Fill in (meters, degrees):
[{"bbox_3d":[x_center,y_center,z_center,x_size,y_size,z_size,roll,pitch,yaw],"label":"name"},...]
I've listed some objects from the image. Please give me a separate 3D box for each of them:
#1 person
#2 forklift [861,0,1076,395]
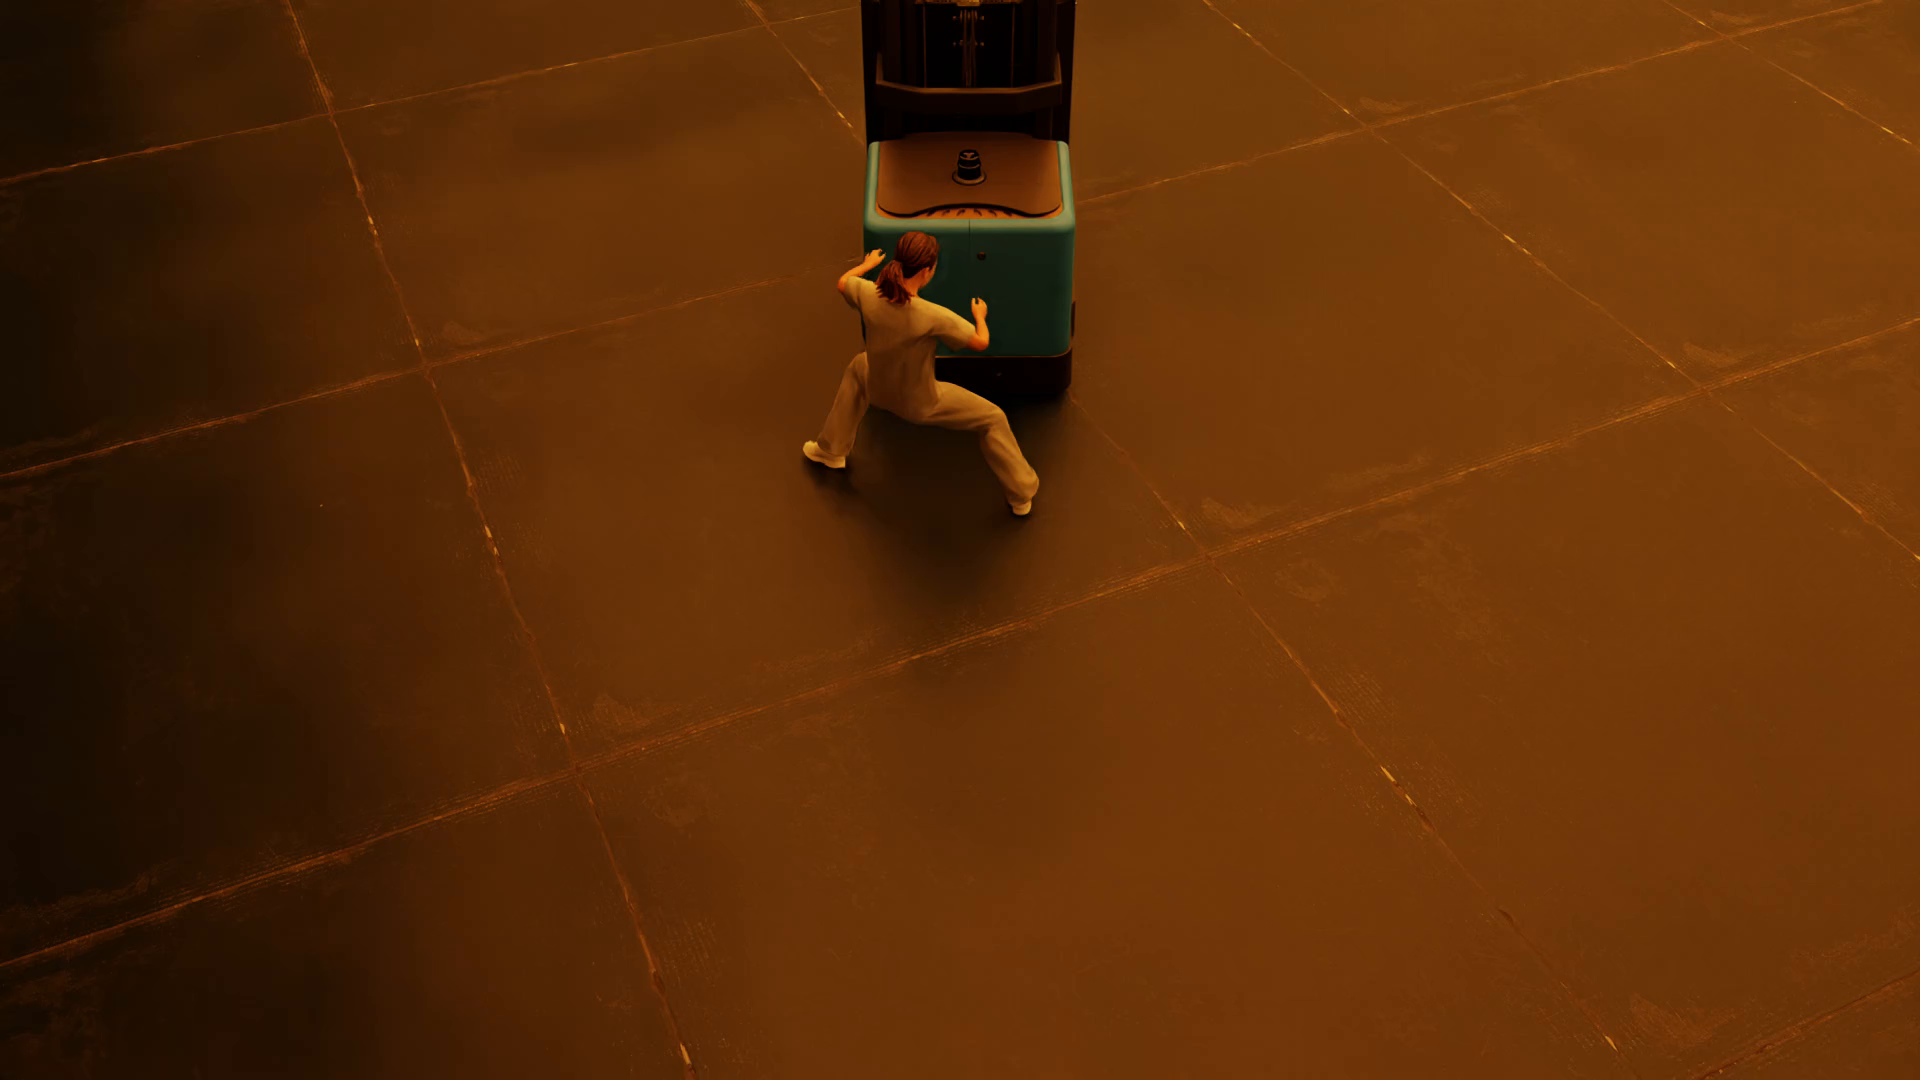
[{"bbox_3d":[-0.196,-0.830,7.651,1.173,1.454,0.632,24,48,23],"label":"person"},{"bbox_3d":[0.040,-2.796,8.677,1.130,2.935,3.031,0,43,0],"label":"forklift"}]
